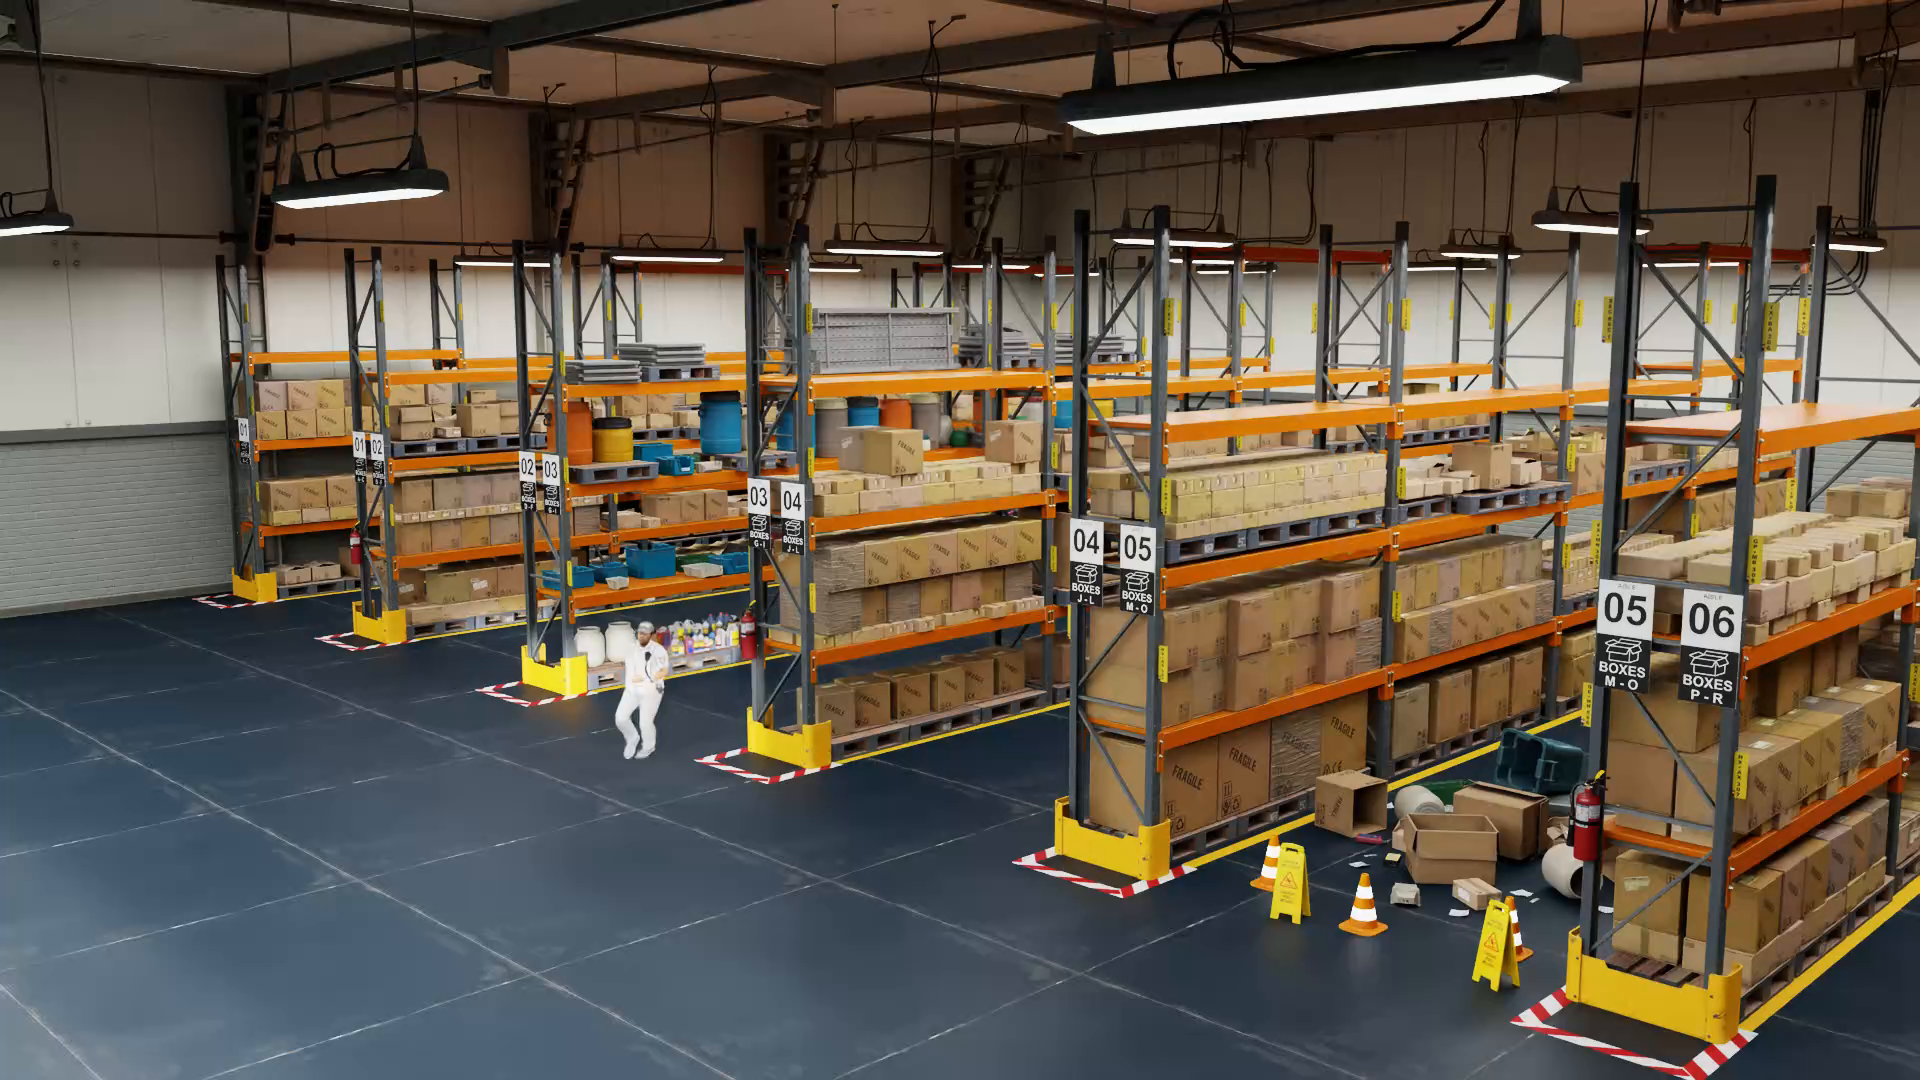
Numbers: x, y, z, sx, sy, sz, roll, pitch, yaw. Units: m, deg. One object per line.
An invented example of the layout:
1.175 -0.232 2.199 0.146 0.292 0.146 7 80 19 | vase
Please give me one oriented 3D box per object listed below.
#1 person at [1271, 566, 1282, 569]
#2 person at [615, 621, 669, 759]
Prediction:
4.213 1.137 22.320 0.692 1.741 0.660 5 10 32 | person
-3.572 1.707 18.861 0.607 1.615 0.617 3 9 19 | person
